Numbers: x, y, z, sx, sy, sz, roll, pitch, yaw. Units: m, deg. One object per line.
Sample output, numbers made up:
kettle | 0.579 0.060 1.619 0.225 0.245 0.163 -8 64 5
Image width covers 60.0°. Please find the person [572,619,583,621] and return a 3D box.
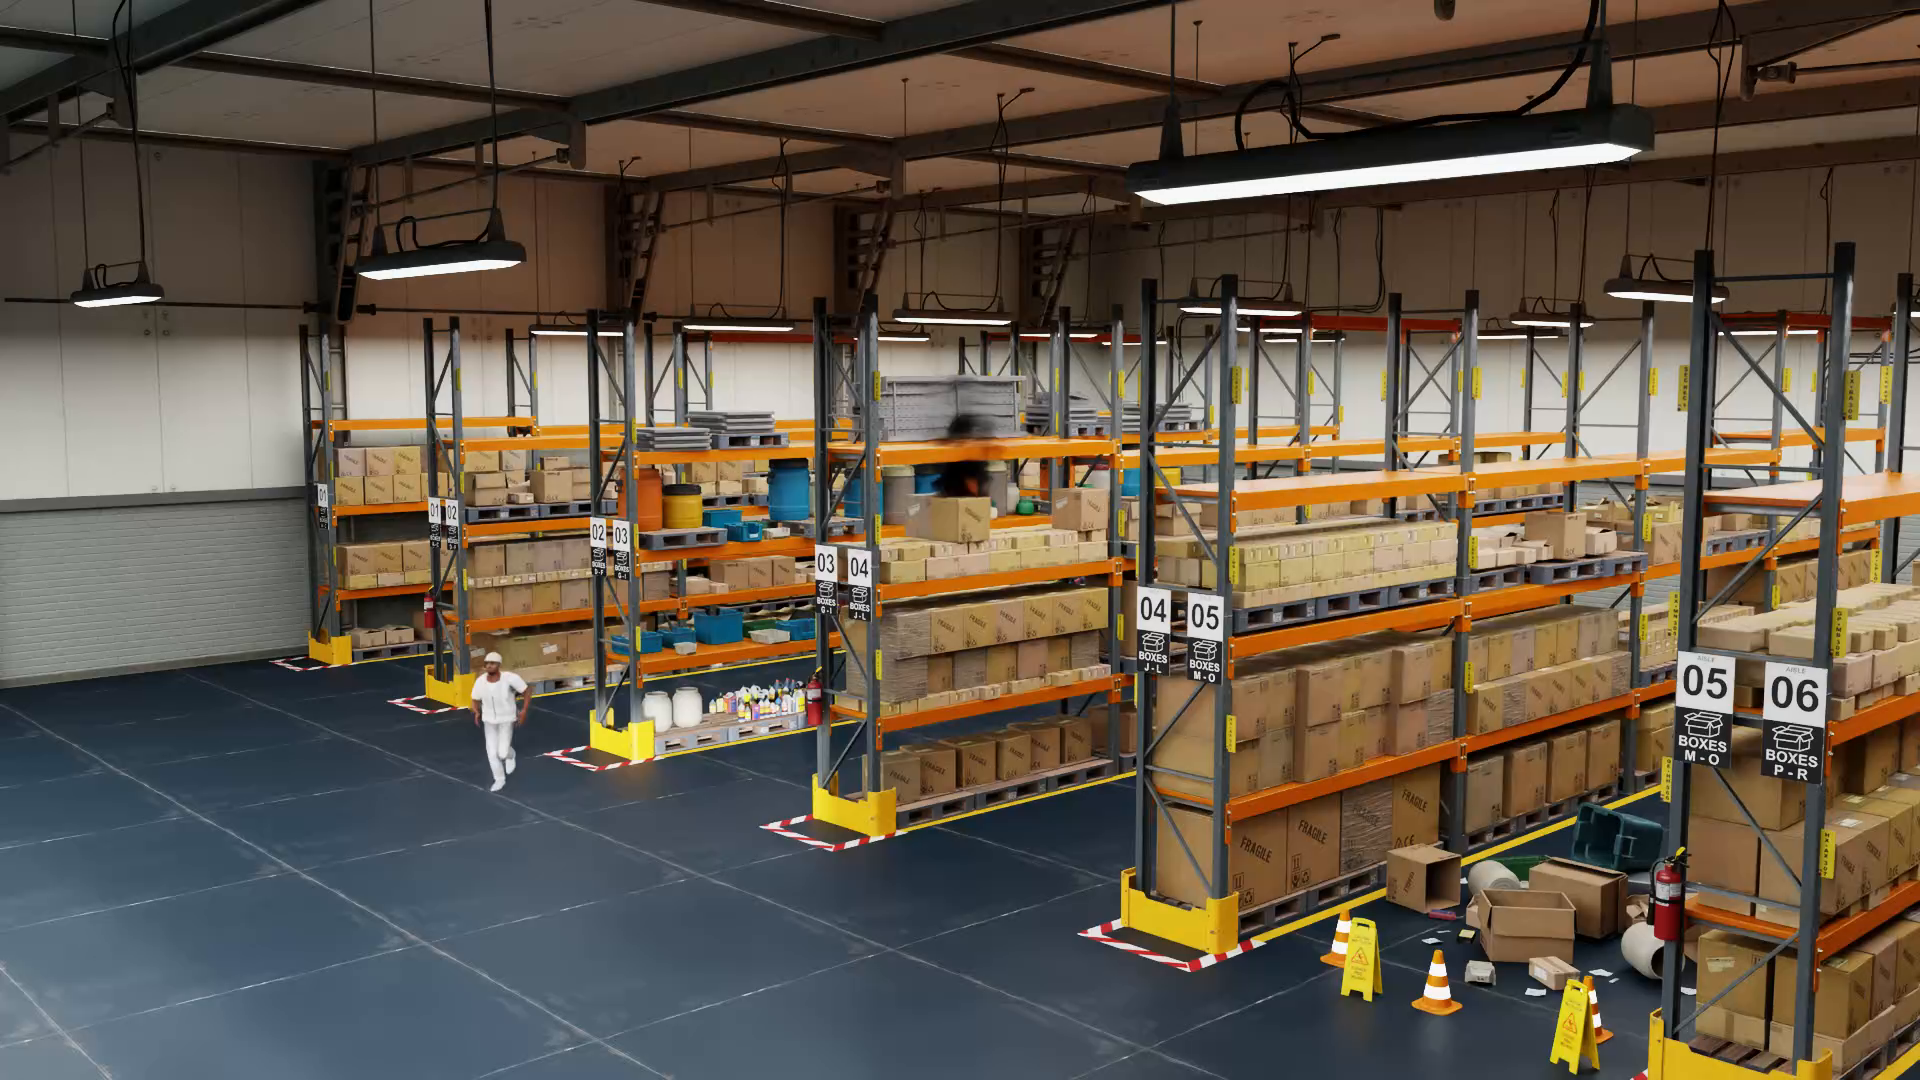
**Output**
person | -6.729 1.342 29.270 0.586 1.741 0.636 -5 7 -39

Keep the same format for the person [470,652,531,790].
person | -5.709 2.238 20.610 0.721 1.728 0.654 0 6 4
